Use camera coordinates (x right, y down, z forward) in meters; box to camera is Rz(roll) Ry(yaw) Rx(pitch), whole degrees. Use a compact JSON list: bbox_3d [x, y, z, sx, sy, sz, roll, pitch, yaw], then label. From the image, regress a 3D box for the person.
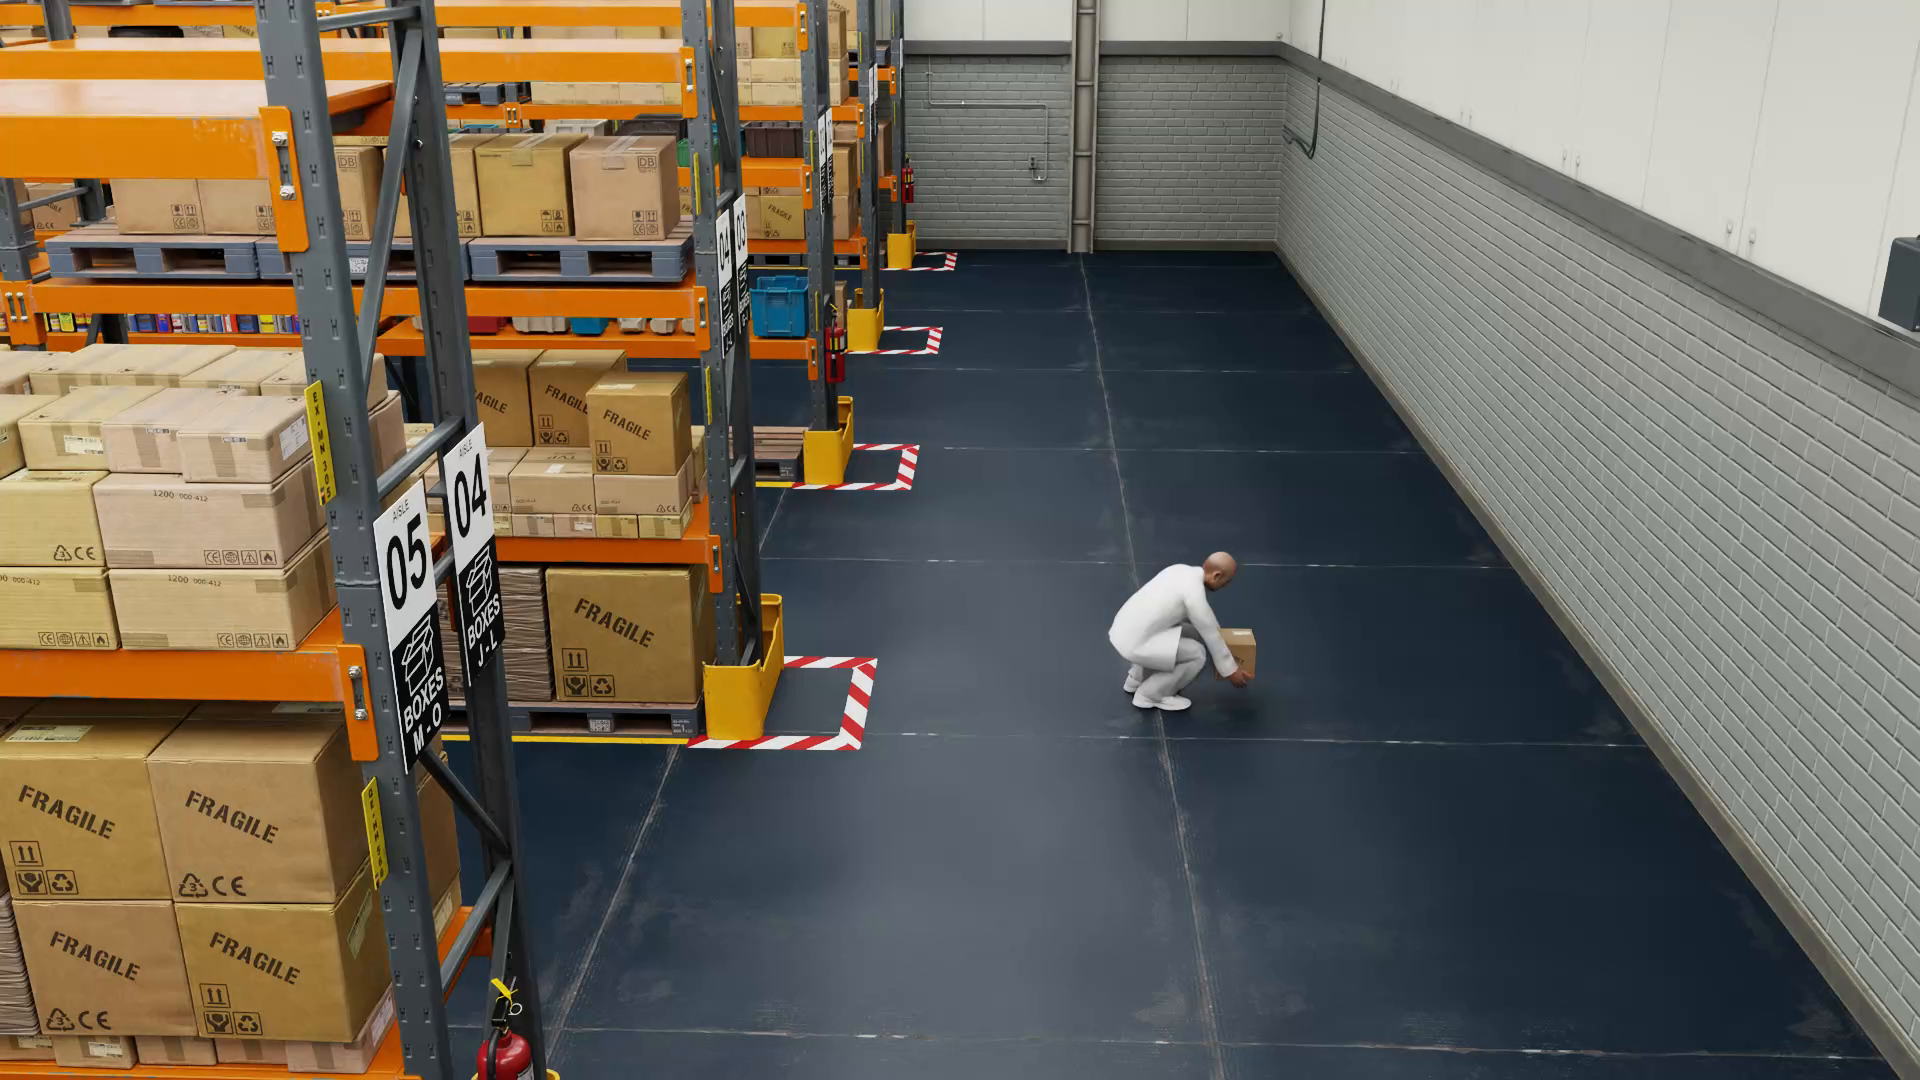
[{"bbox_3d":[1.418,0.570,10.689,0.912,1.004,0.580,0,20,1],"label":"person"}]
